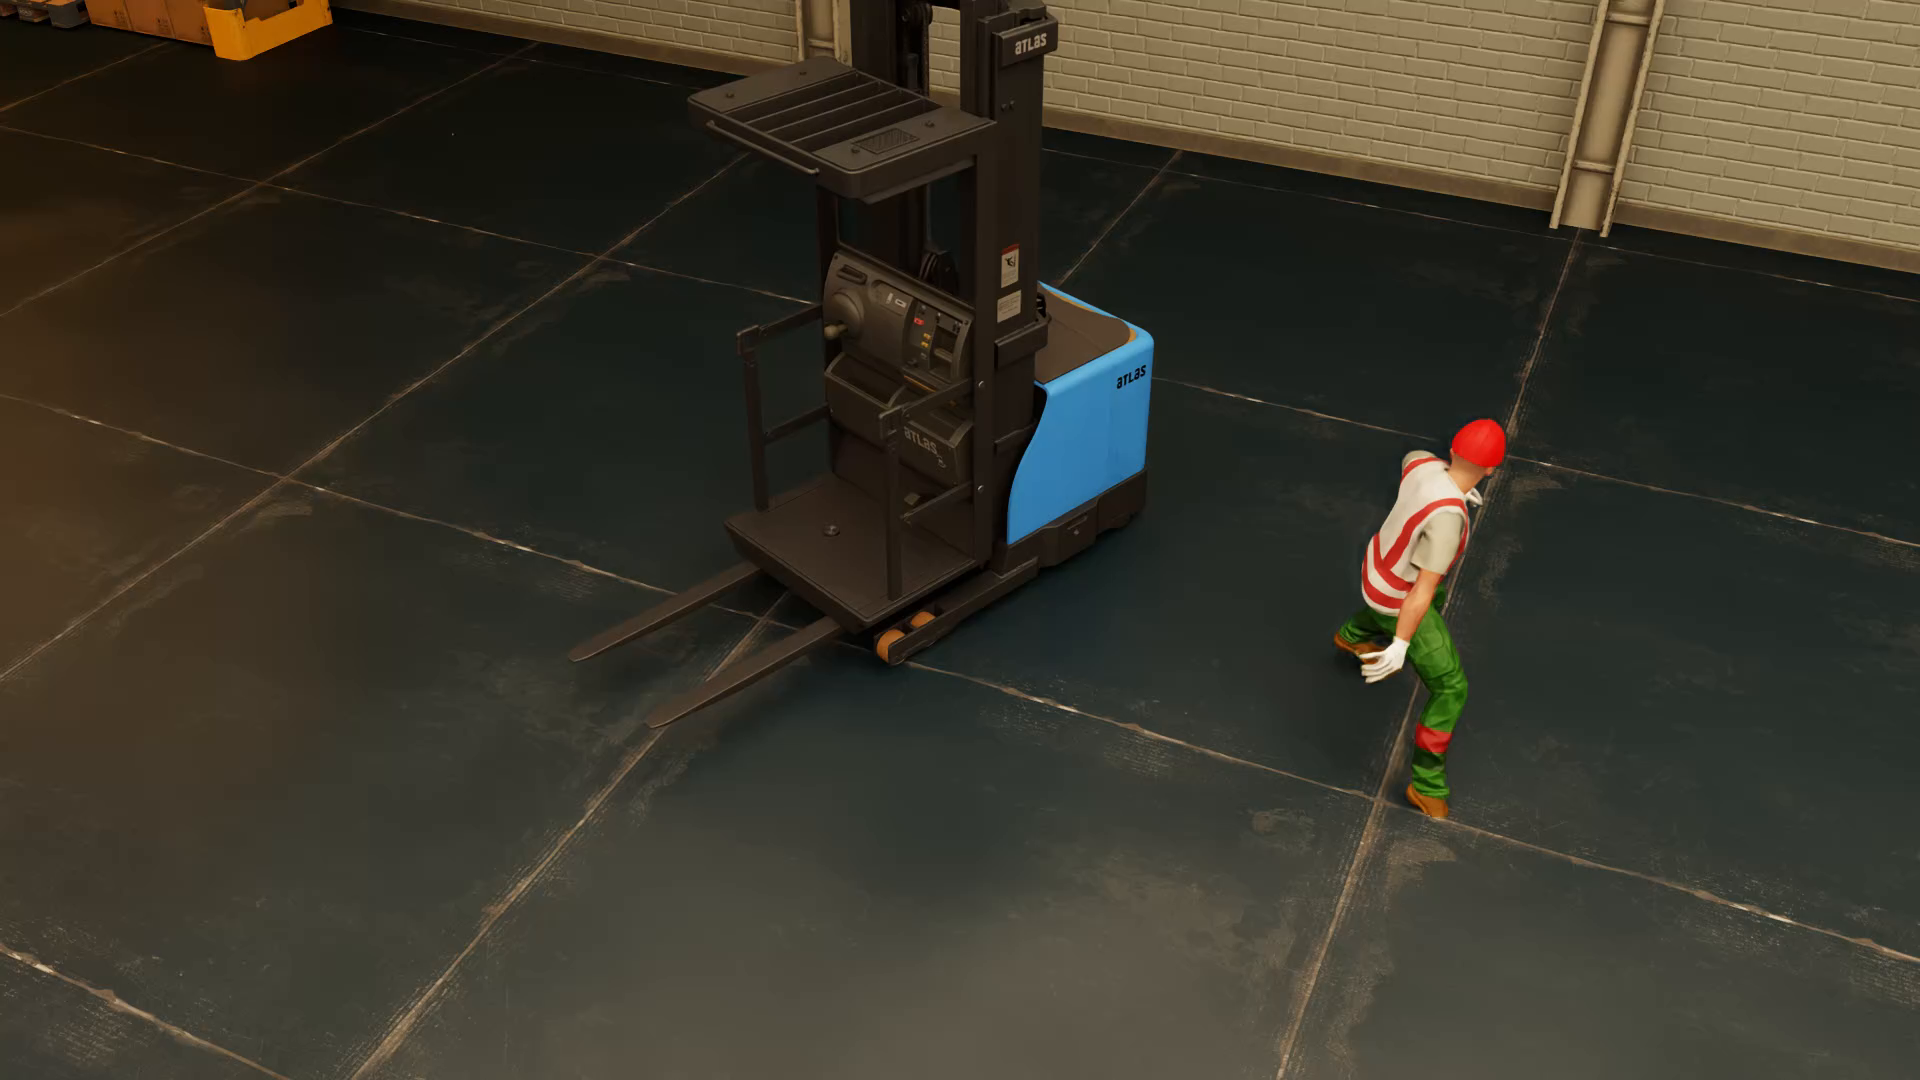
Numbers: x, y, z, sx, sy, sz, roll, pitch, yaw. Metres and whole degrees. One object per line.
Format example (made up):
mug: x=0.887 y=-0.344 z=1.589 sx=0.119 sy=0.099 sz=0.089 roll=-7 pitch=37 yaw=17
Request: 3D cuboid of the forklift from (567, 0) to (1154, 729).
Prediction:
forklift: x=-0.444 y=-0.950 z=7.419 sx=3.031 sy=2.935 sz=1.130 roll=-29 pitch=44 yaw=-34

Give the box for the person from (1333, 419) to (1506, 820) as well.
person: x=1.922 y=0.265 z=6.929 sx=0.561 sy=1.715 sz=1.168 roll=6 pitch=36 yaw=8
